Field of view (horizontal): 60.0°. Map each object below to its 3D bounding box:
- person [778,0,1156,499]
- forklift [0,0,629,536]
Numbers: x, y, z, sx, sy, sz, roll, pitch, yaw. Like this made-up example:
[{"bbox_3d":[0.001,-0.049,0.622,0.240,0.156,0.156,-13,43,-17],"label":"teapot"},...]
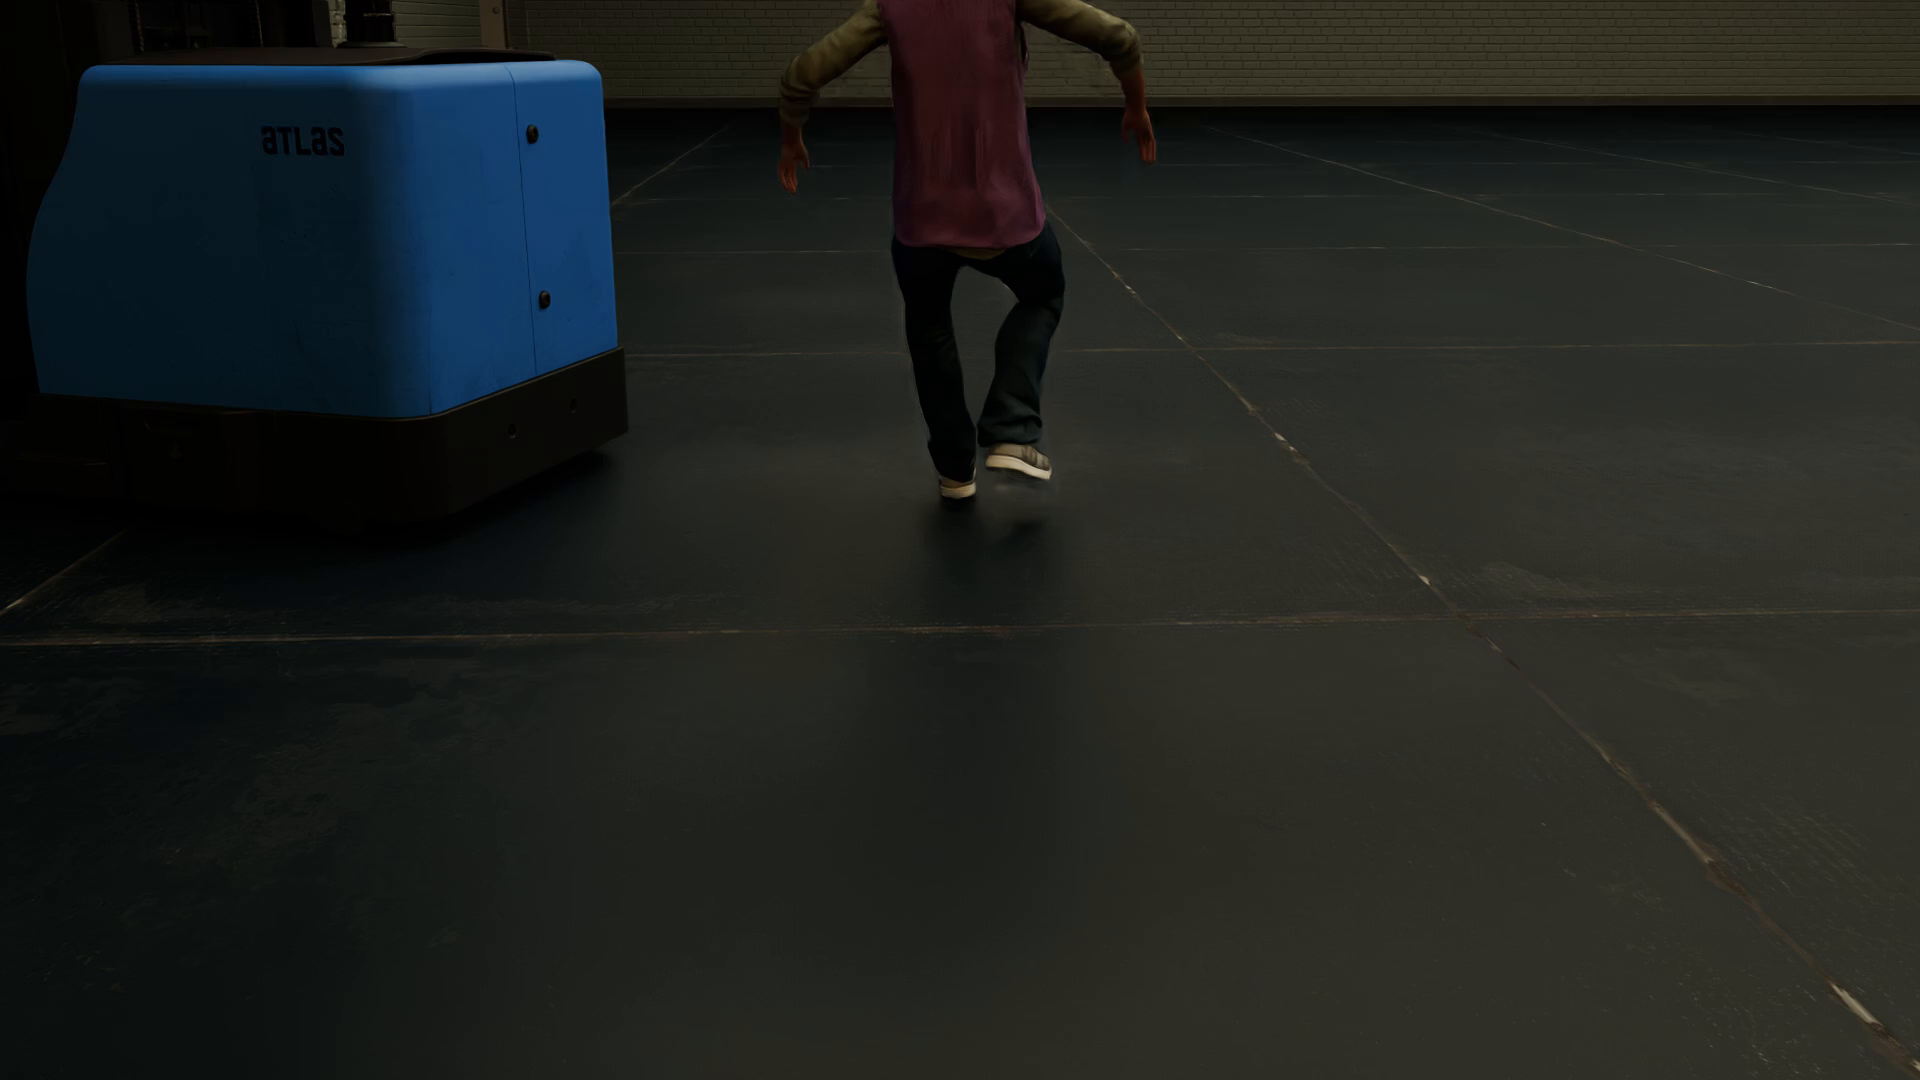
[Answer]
[{"bbox_3d":[0.021,-0.796,3.951,0.876,1.487,0.643,4,17,12],"label":"person"},{"bbox_3d":[-2.507,-1.639,4.264,3.031,2.935,1.130,5,18,16],"label":"forklift"}]
